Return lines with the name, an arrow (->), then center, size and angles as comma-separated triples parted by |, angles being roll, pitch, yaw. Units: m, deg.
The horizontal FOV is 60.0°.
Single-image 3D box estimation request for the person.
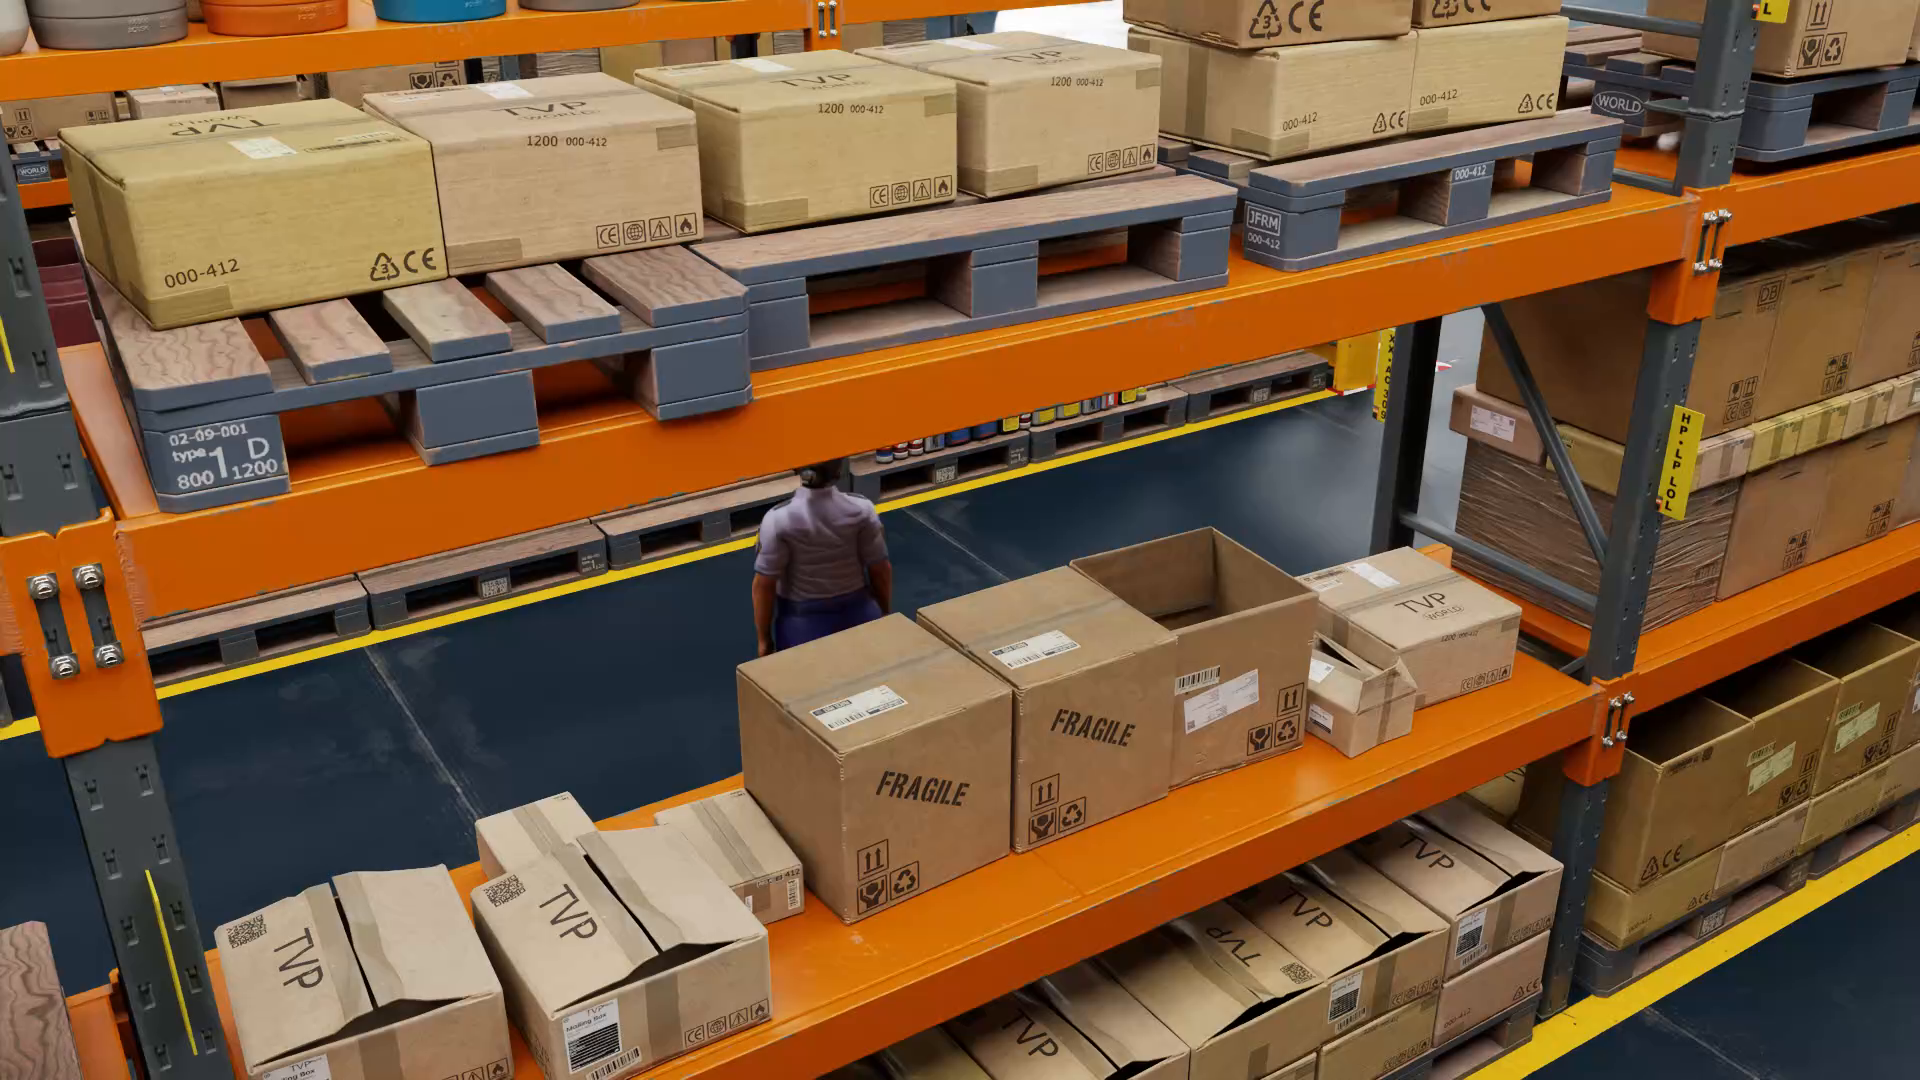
person -> -0.526, 0.339, 6.361 | 0.580, 1.648, 0.540 | -10, 27, -21
